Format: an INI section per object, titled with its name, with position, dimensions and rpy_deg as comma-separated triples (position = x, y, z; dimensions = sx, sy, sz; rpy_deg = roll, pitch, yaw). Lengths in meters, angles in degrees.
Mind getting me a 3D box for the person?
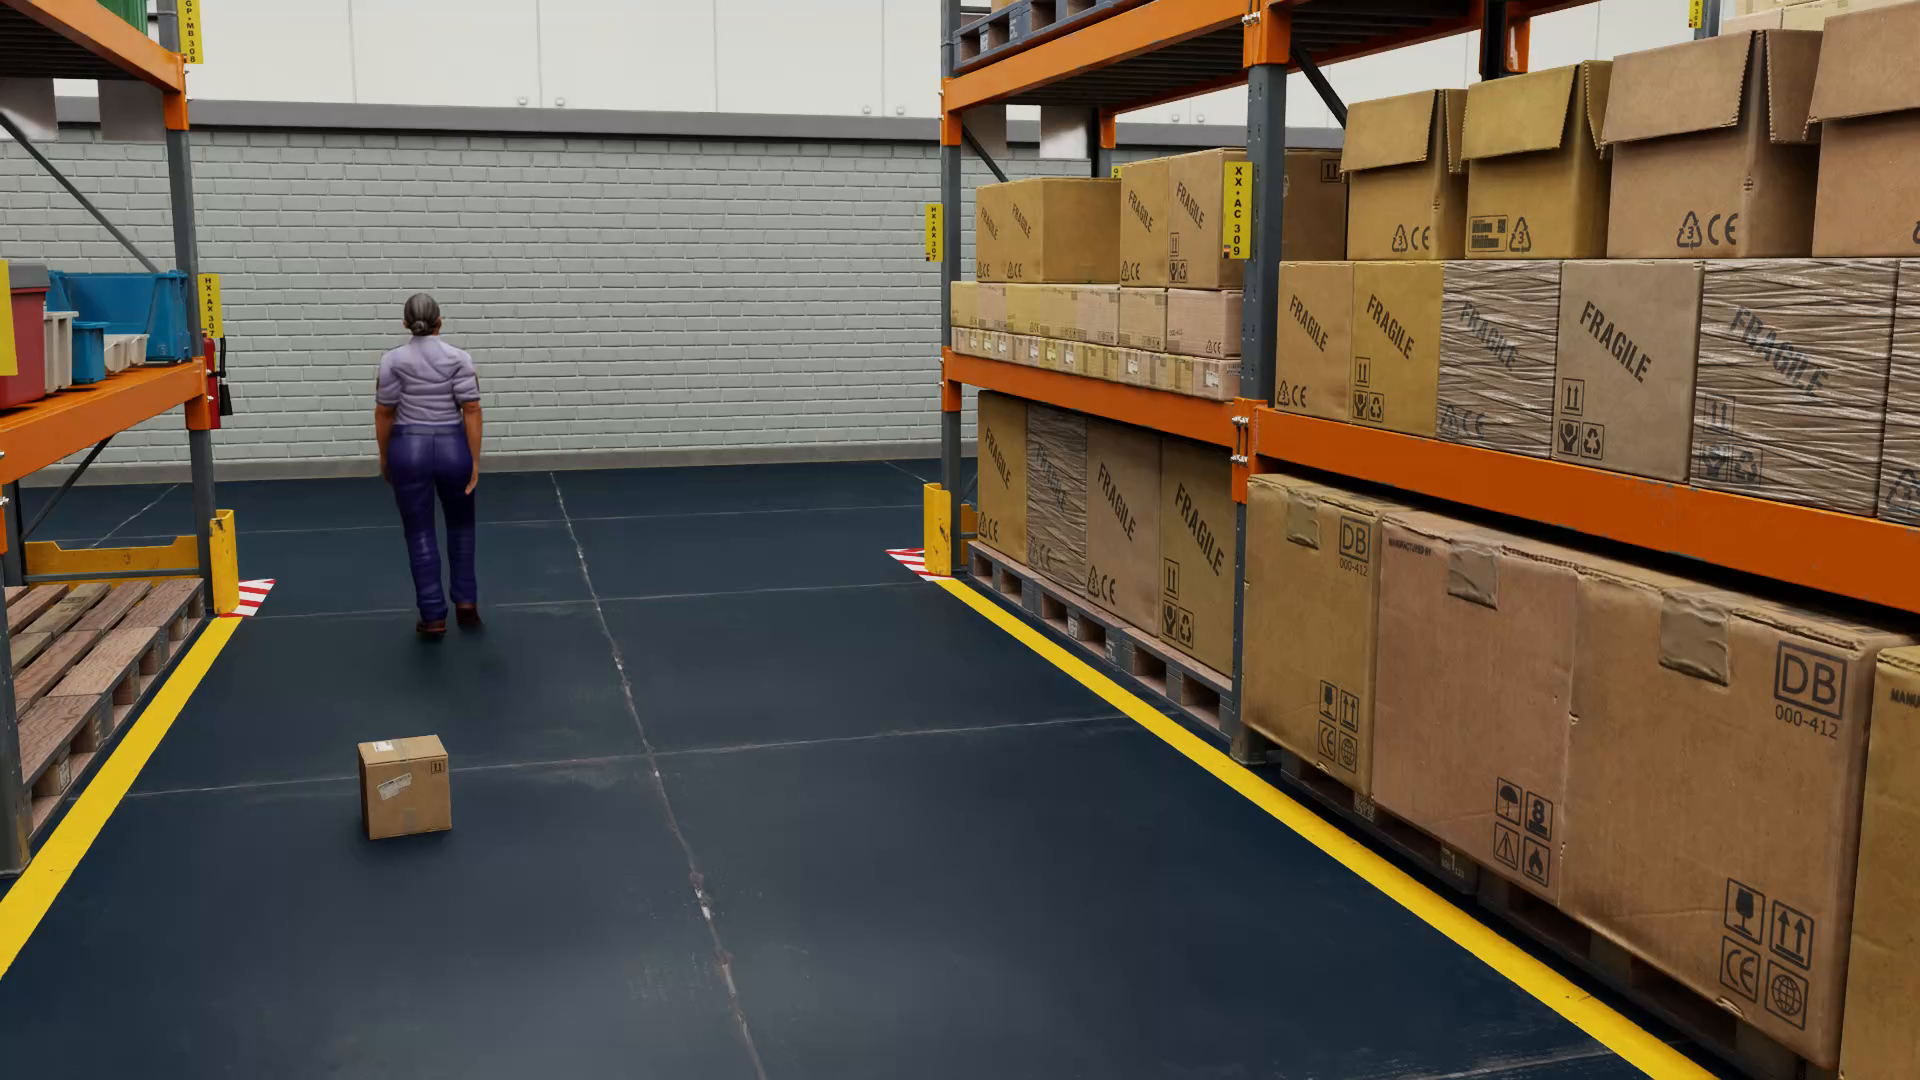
[person]
position = -2.588, -0.342, 8.113
dimensions = 0.478, 1.710, 0.608
rpy_deg = -4, 10, -25
